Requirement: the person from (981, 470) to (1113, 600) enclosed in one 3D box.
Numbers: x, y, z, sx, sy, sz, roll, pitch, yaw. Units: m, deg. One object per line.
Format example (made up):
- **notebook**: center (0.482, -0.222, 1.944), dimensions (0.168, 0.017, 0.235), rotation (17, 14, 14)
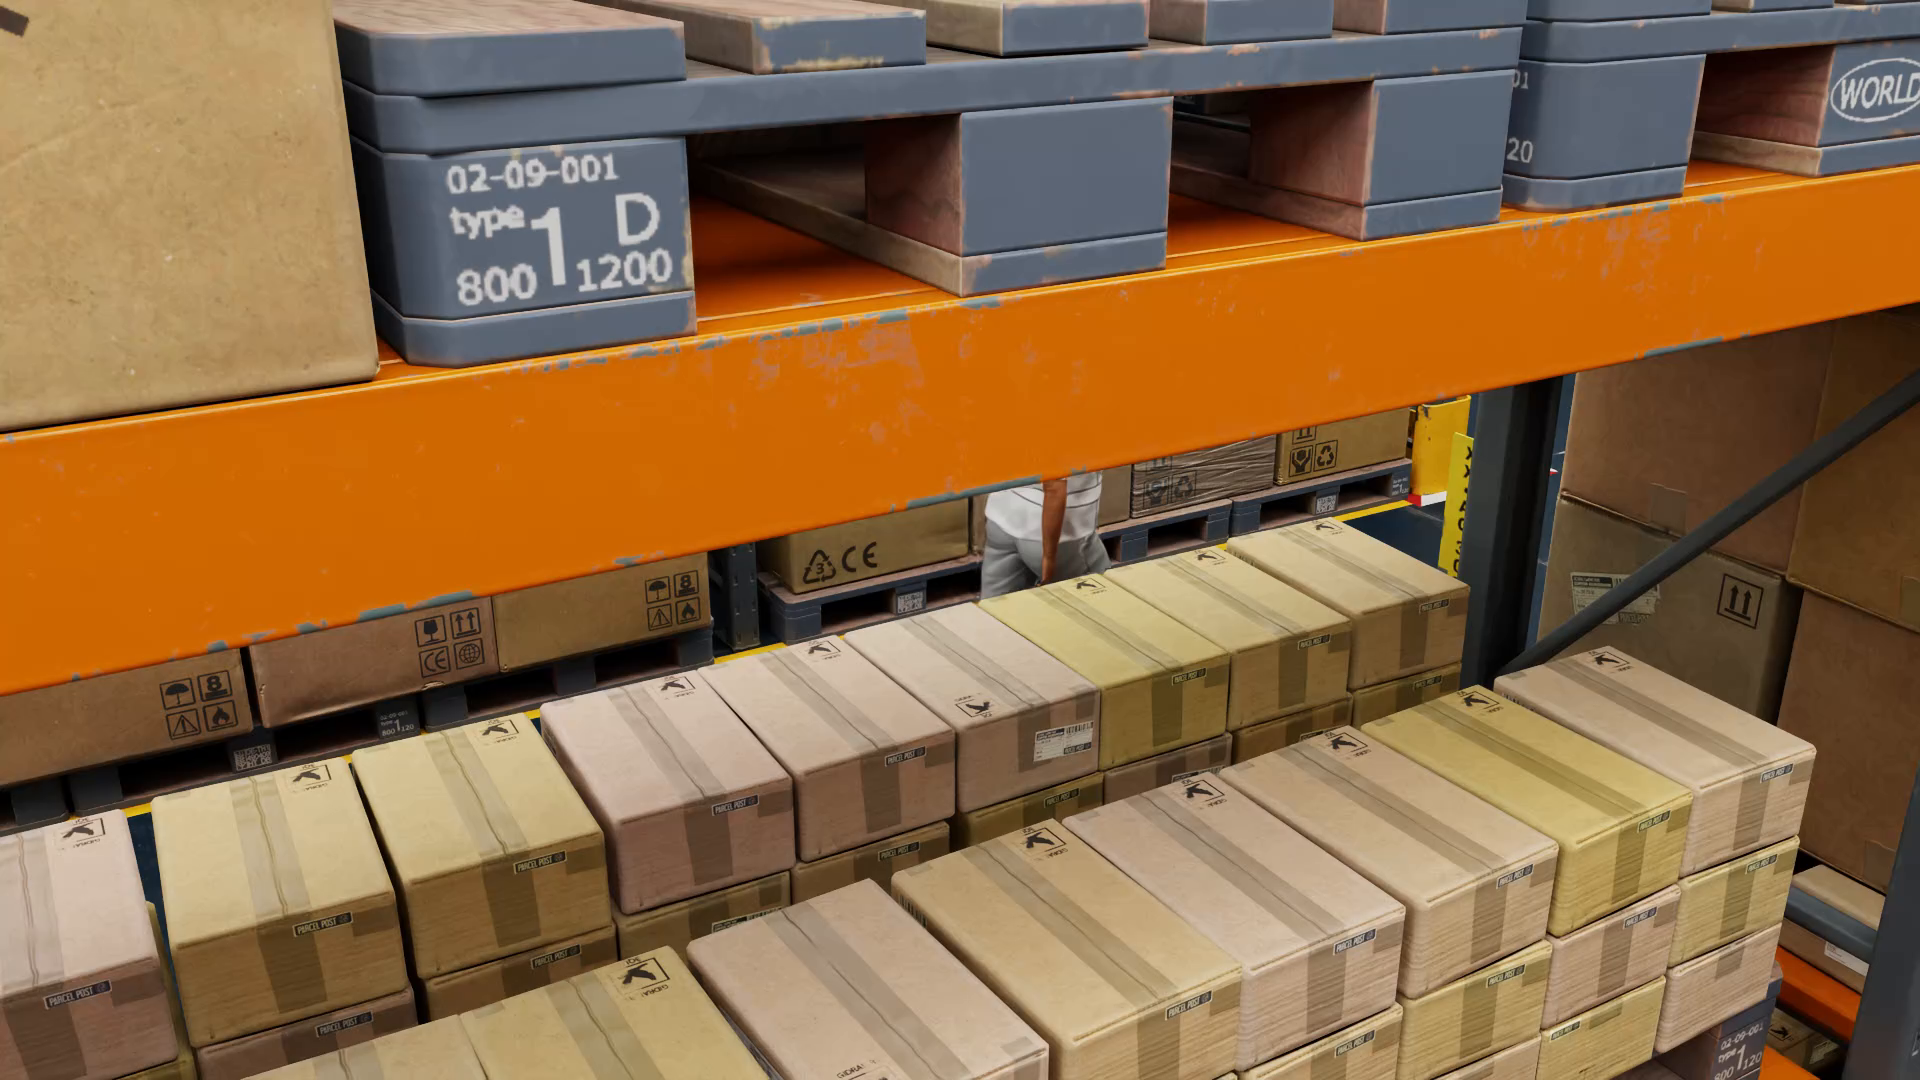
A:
- **person**: center (0.351, -0.068, 6.228), dimensions (1.027, 1.600, 0.490), rotation (-14, 26, -31)
